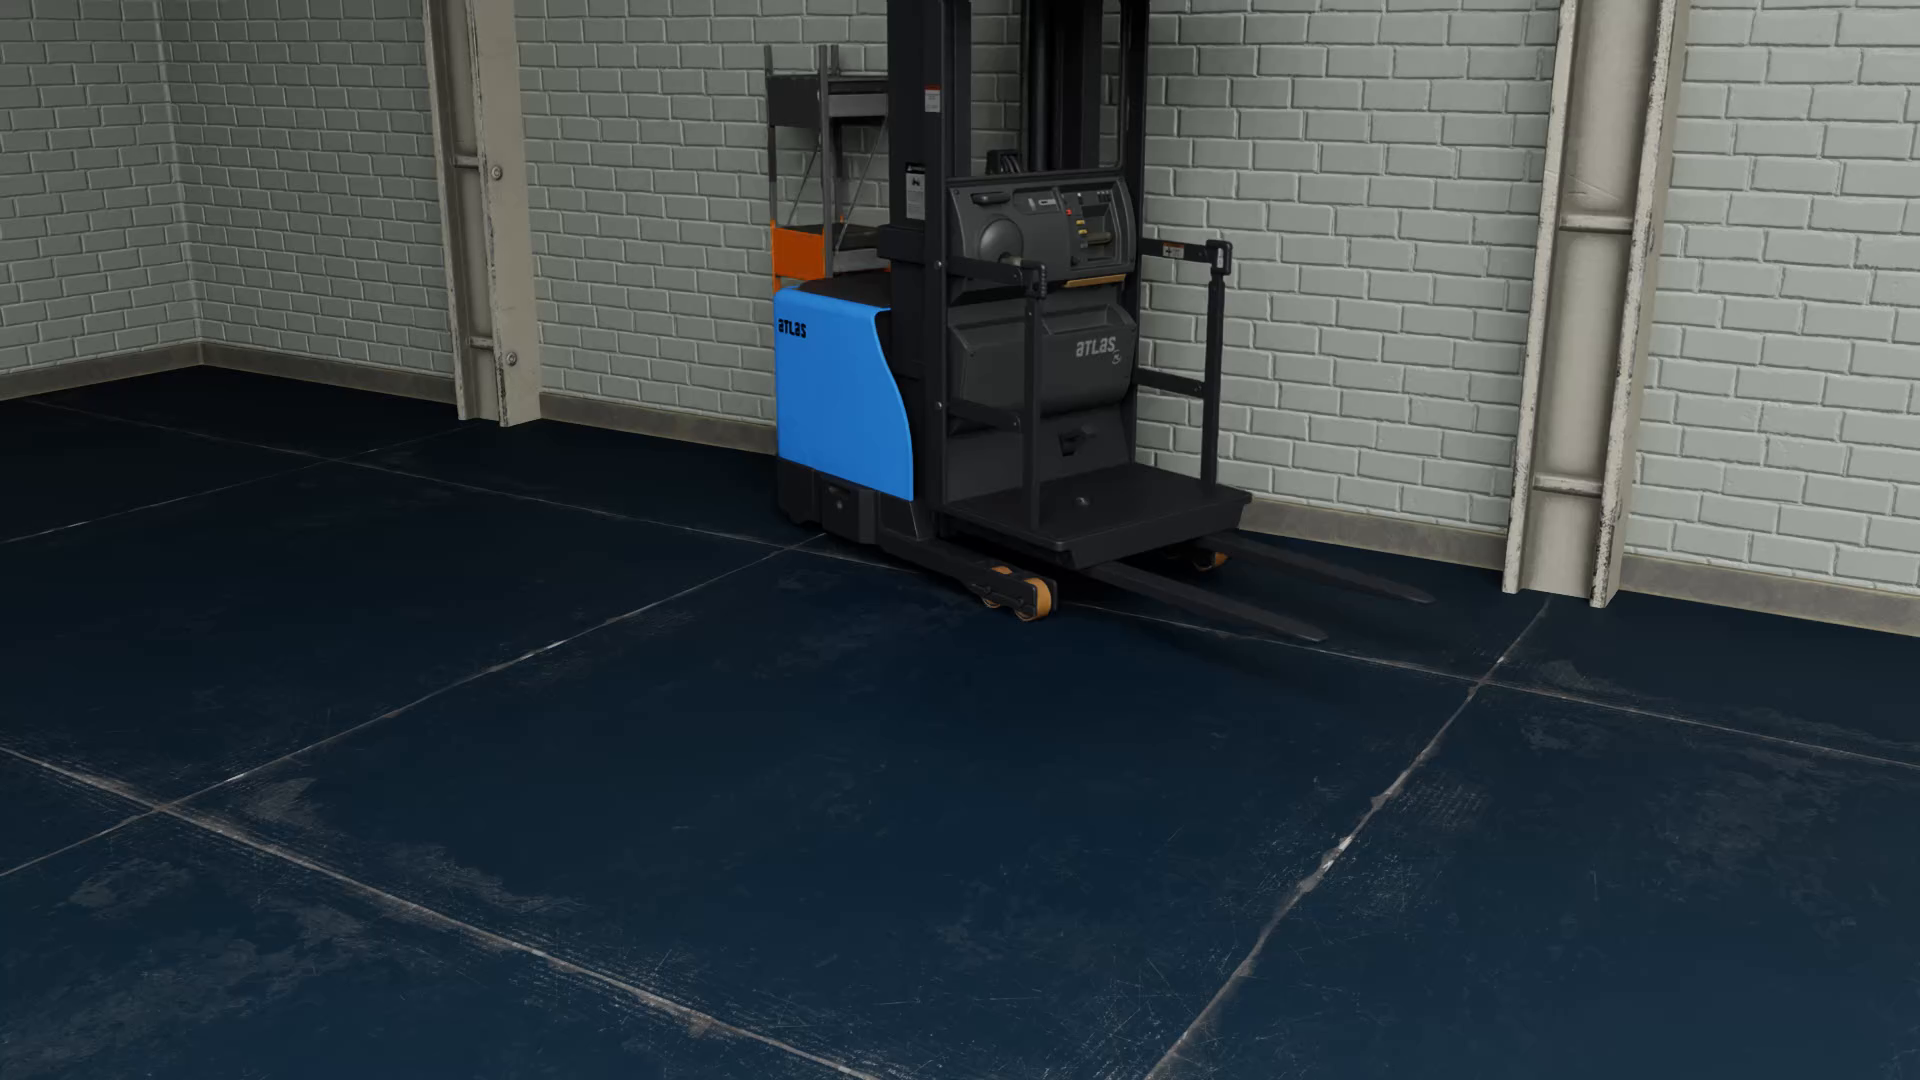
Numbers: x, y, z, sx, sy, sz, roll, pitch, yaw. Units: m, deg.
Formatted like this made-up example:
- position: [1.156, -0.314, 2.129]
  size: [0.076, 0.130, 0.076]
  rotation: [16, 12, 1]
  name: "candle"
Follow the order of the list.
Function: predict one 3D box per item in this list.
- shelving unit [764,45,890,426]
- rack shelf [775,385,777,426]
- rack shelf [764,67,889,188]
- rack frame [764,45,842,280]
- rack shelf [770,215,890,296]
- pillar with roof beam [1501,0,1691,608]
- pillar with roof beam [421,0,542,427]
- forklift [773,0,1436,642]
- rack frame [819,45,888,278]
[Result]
- position: [-0.601, -1.280, 7.974]
  size: [0.431, 2.100, 0.503]
  rotation: [-12, 20, -34]
  name: "shelving unit"
- position: [-0.597, -0.596, 8.178]
  size: [0.431, 0.518, 0.480]
  rotation: [-12, 20, -34]
  name: "rack shelf"
- position: [-0.604, -1.937, 7.778]
  size: [0.431, 0.518, 0.480]
  rotation: [-12, 20, -34]
  name: "rack shelf"
- position: [-0.745, -1.335, 8.163]
  size: [0.400, 2.100, 0.015]
  rotation: [-12, 20, -34]
  name: "rack frame"
- position: [-0.600, -1.266, 7.978]
  size: [0.431, 0.518, 0.480]
  rotation: [-12, 20, -34]
  name: "rack shelf"
- position: [0.176, -3.041, 1.909]
  size: [0.400, 9.000, 9.100]
  rotation: [10, 20, 30]
  name: "pillar with roof beam"
- position: [-4.936, -3.953, 4.913]
  size: [0.400, 9.000, 9.100]
  rotation: [10, 20, 30]
  name: "pillar with roof beam"
- position: [0.479, -1.256, 6.473]
  size: [1.130, 2.935, 3.031]
  rotation: [-14, 22, -38]
  name: "forklift"
- position: [-0.456, -1.224, 7.785]
  size: [0.400, 2.100, 0.015]
  rotation: [-12, 20, -34]
  name: "rack frame"
